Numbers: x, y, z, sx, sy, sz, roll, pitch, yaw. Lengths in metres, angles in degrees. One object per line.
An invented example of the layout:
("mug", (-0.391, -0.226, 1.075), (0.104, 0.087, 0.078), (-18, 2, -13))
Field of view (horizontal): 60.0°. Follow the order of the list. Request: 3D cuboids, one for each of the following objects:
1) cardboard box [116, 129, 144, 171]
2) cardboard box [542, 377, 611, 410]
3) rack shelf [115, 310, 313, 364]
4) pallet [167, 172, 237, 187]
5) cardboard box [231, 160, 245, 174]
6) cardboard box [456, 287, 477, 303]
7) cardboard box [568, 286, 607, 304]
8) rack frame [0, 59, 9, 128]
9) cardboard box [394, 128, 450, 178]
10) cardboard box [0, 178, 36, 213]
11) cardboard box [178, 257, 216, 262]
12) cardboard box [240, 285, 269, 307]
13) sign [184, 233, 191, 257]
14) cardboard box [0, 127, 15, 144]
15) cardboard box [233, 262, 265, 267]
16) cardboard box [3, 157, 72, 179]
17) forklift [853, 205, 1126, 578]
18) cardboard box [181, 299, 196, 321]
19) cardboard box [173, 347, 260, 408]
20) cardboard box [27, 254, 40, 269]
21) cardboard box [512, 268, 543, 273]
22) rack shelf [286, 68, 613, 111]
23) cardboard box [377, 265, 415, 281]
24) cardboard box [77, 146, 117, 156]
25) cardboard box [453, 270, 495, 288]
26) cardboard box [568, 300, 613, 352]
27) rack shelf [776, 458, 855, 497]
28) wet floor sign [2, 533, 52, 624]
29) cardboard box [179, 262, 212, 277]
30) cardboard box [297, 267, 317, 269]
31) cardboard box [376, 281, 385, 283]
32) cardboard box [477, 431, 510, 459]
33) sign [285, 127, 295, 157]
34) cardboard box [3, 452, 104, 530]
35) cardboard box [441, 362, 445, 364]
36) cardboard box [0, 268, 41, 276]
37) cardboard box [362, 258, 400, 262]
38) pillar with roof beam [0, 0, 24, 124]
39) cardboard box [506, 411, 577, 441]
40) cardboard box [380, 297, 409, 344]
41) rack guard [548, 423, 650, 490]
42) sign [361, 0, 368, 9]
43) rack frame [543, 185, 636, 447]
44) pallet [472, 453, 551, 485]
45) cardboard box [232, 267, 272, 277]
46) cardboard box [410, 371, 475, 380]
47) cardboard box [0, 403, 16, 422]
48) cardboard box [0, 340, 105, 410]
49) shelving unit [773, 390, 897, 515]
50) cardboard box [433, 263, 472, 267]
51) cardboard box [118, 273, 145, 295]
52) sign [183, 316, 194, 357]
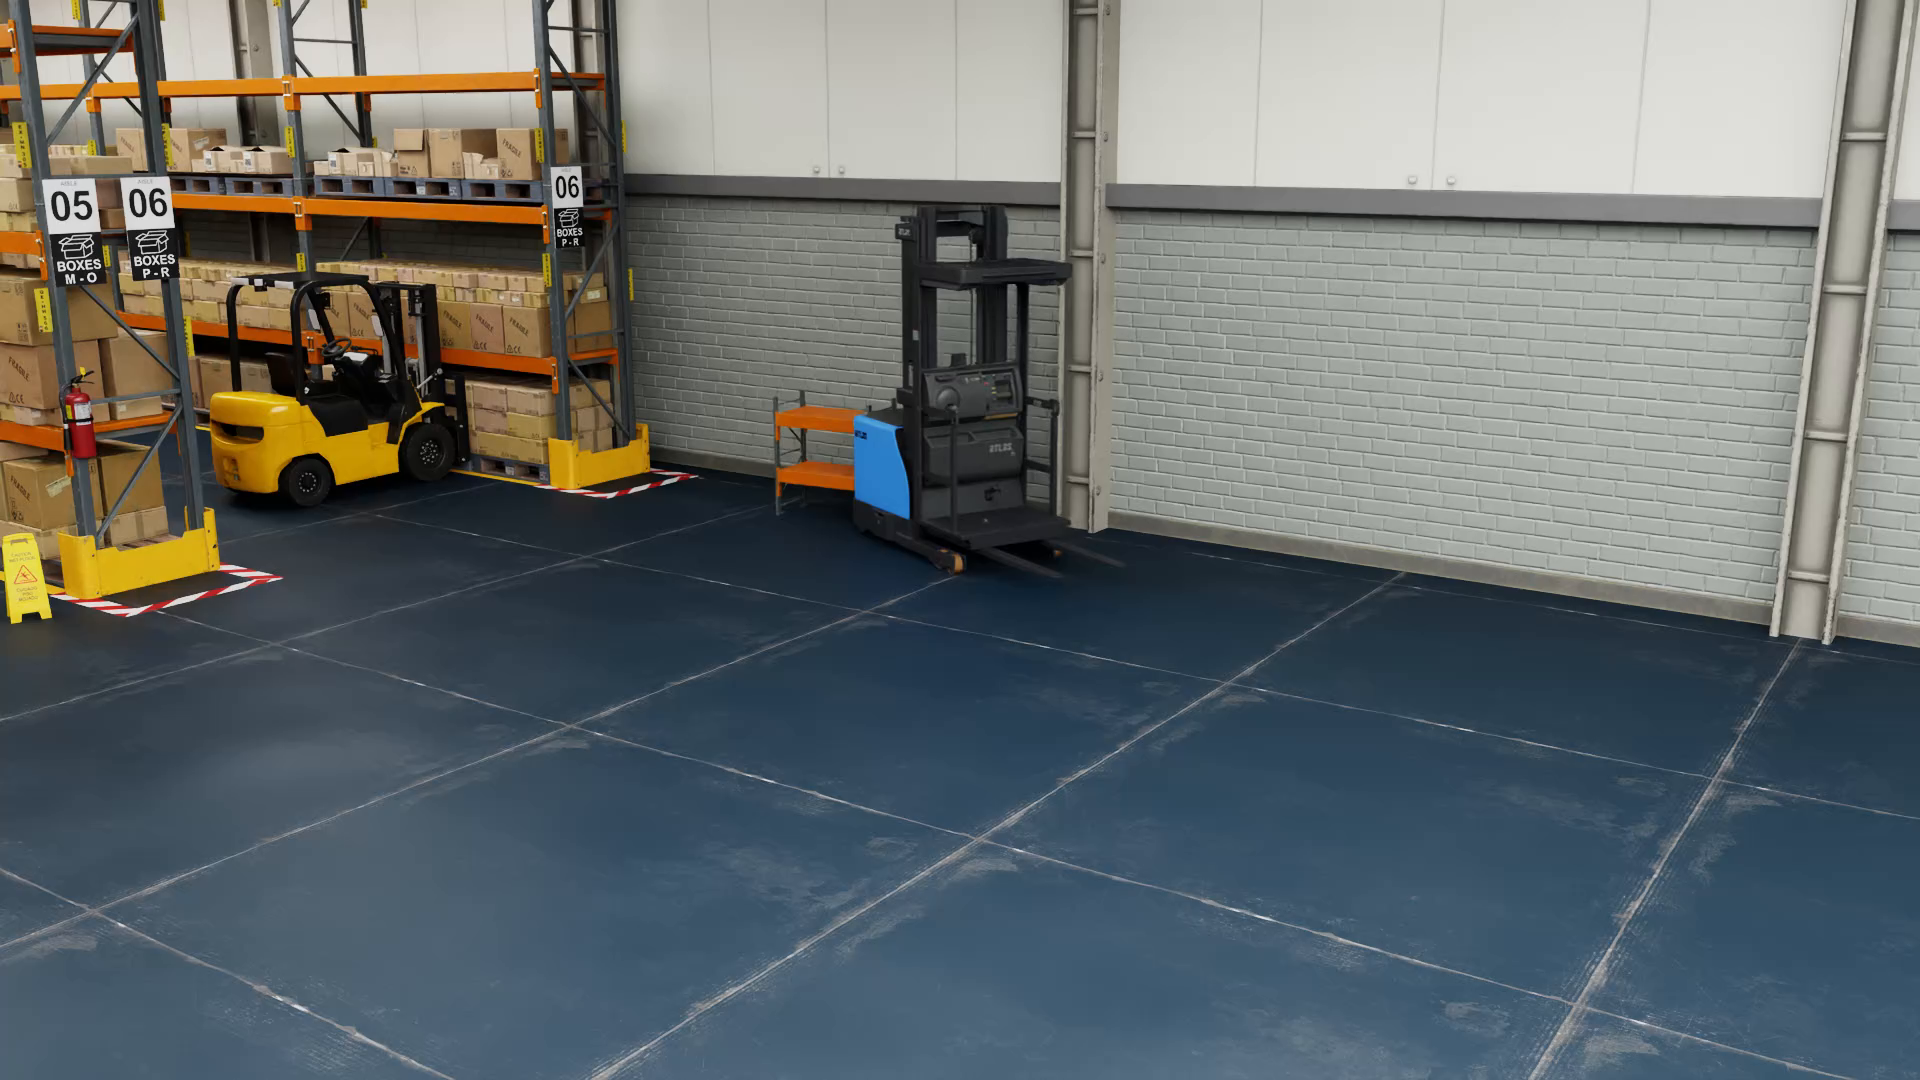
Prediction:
("cardboard box", (-9.951, -4.789, 20.396), (0.500, 0.500, 0.500), (9, 17, 33))
("cardboard box", (-4.071, -1.562, 17.658), (0.500, 0.250, 0.500), (9, 16, 32))
("rack shelf", (-8.757, -2.561, 20.422), (4.000, 0.370, 1.077), (9, 17, 33))
("pallet", (-9.803, -4.469, 20.786), (1.003, 0.211, 1.213), (10, 17, 35))
("cardboard box", (-8.179, -4.315, 19.211), (0.250, 0.149, 0.380), (9, 17, 33))
("cardboard box", (-5.079, -2.597, 17.512), (0.250, 0.149, 0.380), (9, 16, 31))
("cardboard box", (-3.915, -2.566, 17.388), (0.250, 0.149, 0.380), (9, 16, 31))
("rack frame", (-13.735, -6.627, 22.866), (0.127, 3.000, 1.000), (9, 17, 33))
("cardboard box", (-5.539, -4.118, 17.677), (0.637, 0.503, 0.797), (10, 17, 35))
("cardboard box", (-7.120, -2.658, 12.767), (0.500, 0.250, 0.500), (9, 16, 32))
("cardboard box", (-9.754, -3.525, 21.264), (0.250, 0.149, 0.380), (10, 17, 34))
("cardboard box", (-8.078, -2.894, 19.543), (0.500, 0.250, 0.500), (9, 16, 31))
("sign", (-10.109, -3.851, 21.729), (0.005, 0.325, 0.100), (9, 17, 33))
("cardboard box", (-13.205, -5.590, 22.881), (0.258, 0.266, 0.396), (9, 17, 33))
("cardboard box", (-8.749, -3.336, 20.500), (0.250, 0.149, 0.380), (10, 17, 34))
("cardboard box", (-6.991, -2.823, 12.605), (0.250, 0.149, 0.380), (9, 17, 33))
("forklift", (0.230, -1.269, 13.851), (1.130, 2.935, 3.031), (-8, 16, -31))
("cardboard box", (-9.338, -2.861, 20.450), (0.500, 0.250, 0.500), (9, 16, 31))
("cardboard box", (-9.360, -2.057, 20.958), (0.625, 0.625, 0.875), (10, 17, 35))
("cardboard box", (-11.874, -3.614, 22.092), (0.637, 0.503, 0.797), (9, 16, 32))
("cardboard box", (-4.560, -2.811, 17.760), (0.250, 0.149, 0.380), (9, 17, 33))
("rack shelf", (-5.437, -4.742, 17.583), (4.000, 0.370, 1.077), (9, 17, 33))
("cardboard box", (-6.127, -2.914, 18.174), (0.250, 0.149, 0.380), (9, 16, 32))
("cardboard box", (-10.867, -4.886, 20.941), (0.250, 0.149, 0.380), (10, 17, 35))
("cardboard box", (-5.090, -2.737, 17.459), (0.250, 0.149, 0.380), (10, 17, 34))
("cardboard box", (-4.034, -2.276, 17.566), (0.500, 0.500, 0.500), (10, 17, 35))
("rack shelf", (-1.170, -0.546, 15.706), (1.000, 0.278, 0.538), (7, 16, 27))
("wet floor sign", (-6.985, 0.267, 12.404), (0.267, 0.644, 0.232), (-10, 17, -35))
("cardboard box", (-9.417, -3.315, 20.414), (0.250, 0.149, 0.380), (9, 17, 33))
("cardboard box", (-7.669, -3.175, 19.849), (0.250, 0.149, 0.380), (9, 17, 33))
("cardboard box", (-6.152, -2.763, 18.184), (0.250, 0.149, 0.380), (9, 17, 32))
("cardboard box", (-4.752, -1.043, 17.643), (0.500, 0.250, 0.500), (9, 17, 33))
("sign", (-7.392, -4.392, 18.350), (0.005, 0.325, 0.100), (9, 17, 33))
("cardboard box", (-7.355, -0.404, 13.499), (0.500, 0.500, 0.500), (9, 17, 33))
("cardboard box", (-6.152, -1.904, 19.039), (0.500, 0.250, 0.500), (9, 16, 32))
("cardboard box", (-7.507, -1.888, 13.299), (0.500, 0.500, 0.700), (9, 17, 33))
("cardboard box", (-6.663, -3.167, 19.197), (0.250, 0.149, 0.380), (9, 17, 33))
("pillar with roof beam", (-16.213, -6.041, 20.501), (0.400, 9.000, 9.100), (9, 17, 33))
("cardboard box", (-4.356, -1.220, 17.317), (0.500, 0.250, 0.500), (9, 16, 32))
("cardboard box", (-6.012, -2.444, 18.248), (0.500, 0.500, 0.500), (9, 17, 32))
("rack guard", (-3.758, -0.889, 17.373), (0.348, 0.500, 1.175), (9, 17, 33))
("sign", (-6.767, -6.191, 18.834), (0.005, 0.325, 0.100), (9, 17, 33))
("rack frame", (-3.778, -2.105, 17.085), (0.127, 3.000, 1.000), (9, 17, 33))
("pallet", (-4.436, -0.846, 17.801), (1.213, 0.211, 1.003), (9, 17, 33))
("cardboard box", (-8.377, -3.137, 19.697), (0.250, 0.149, 0.380), (9, 16, 31))
("cardboard box", (-5.602, -1.662, 18.061), (0.500, 0.250, 0.500), (9, 16, 32))
("cardboard box", (-7.448, -1.051, 13.350), (0.250, 0.149, 0.380), (9, 16, 32))
("cardboard box", (-7.149, -1.326, 13.110), (0.500, 0.500, 0.500), (9, 16, 32))
("shelving unit", (-1.170, -0.784, 15.648), (1.048, 1.125, 0.538), (7, 16, 27))
("cardboard box", (-5.619, -2.989, 18.477), (0.250, 0.149, 0.380), (9, 16, 32))
("cardboard box", (-10.198, -3.235, 20.920), (0.500, 0.250, 0.500), (9, 17, 33))
("sign", (-6.242, -1.644, 13.419), (0.005, 0.325, 0.100), (9, 17, 33))
